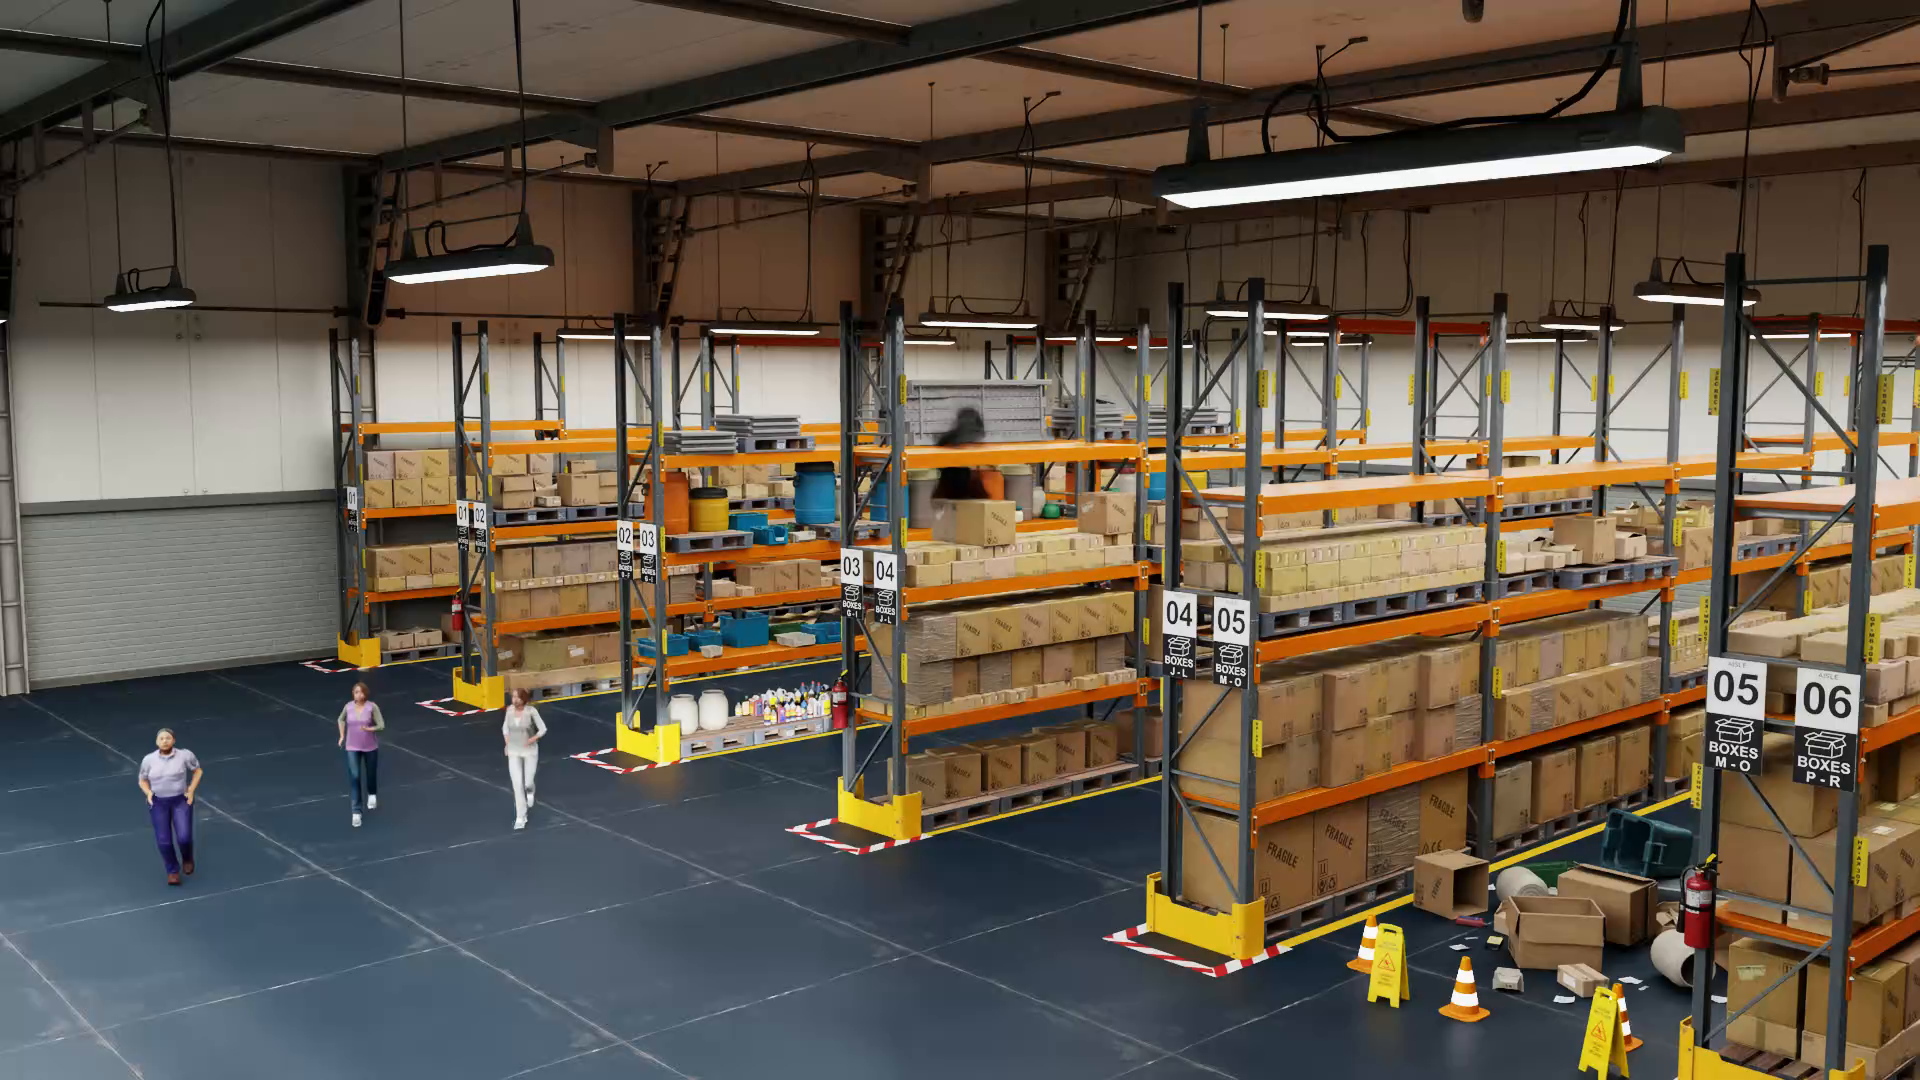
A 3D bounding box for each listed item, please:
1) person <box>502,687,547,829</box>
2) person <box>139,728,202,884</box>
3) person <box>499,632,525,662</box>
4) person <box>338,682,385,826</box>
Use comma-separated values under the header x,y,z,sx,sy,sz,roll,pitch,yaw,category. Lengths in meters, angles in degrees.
x,y,z,sx,sy,sz,roll,pitch,yaw,category
-5.050,2.496,19.267,0.532,1.575,0.724,0,6,-1,person
-8.009,2.706,16.873,0.581,1.591,0.536,-2,6,-20,person
-7.615,1.563,28.211,0.617,1.682,0.747,5,7,41,person
-6.951,2.488,19.323,0.532,1.496,0.873,-2,6,-15,person
